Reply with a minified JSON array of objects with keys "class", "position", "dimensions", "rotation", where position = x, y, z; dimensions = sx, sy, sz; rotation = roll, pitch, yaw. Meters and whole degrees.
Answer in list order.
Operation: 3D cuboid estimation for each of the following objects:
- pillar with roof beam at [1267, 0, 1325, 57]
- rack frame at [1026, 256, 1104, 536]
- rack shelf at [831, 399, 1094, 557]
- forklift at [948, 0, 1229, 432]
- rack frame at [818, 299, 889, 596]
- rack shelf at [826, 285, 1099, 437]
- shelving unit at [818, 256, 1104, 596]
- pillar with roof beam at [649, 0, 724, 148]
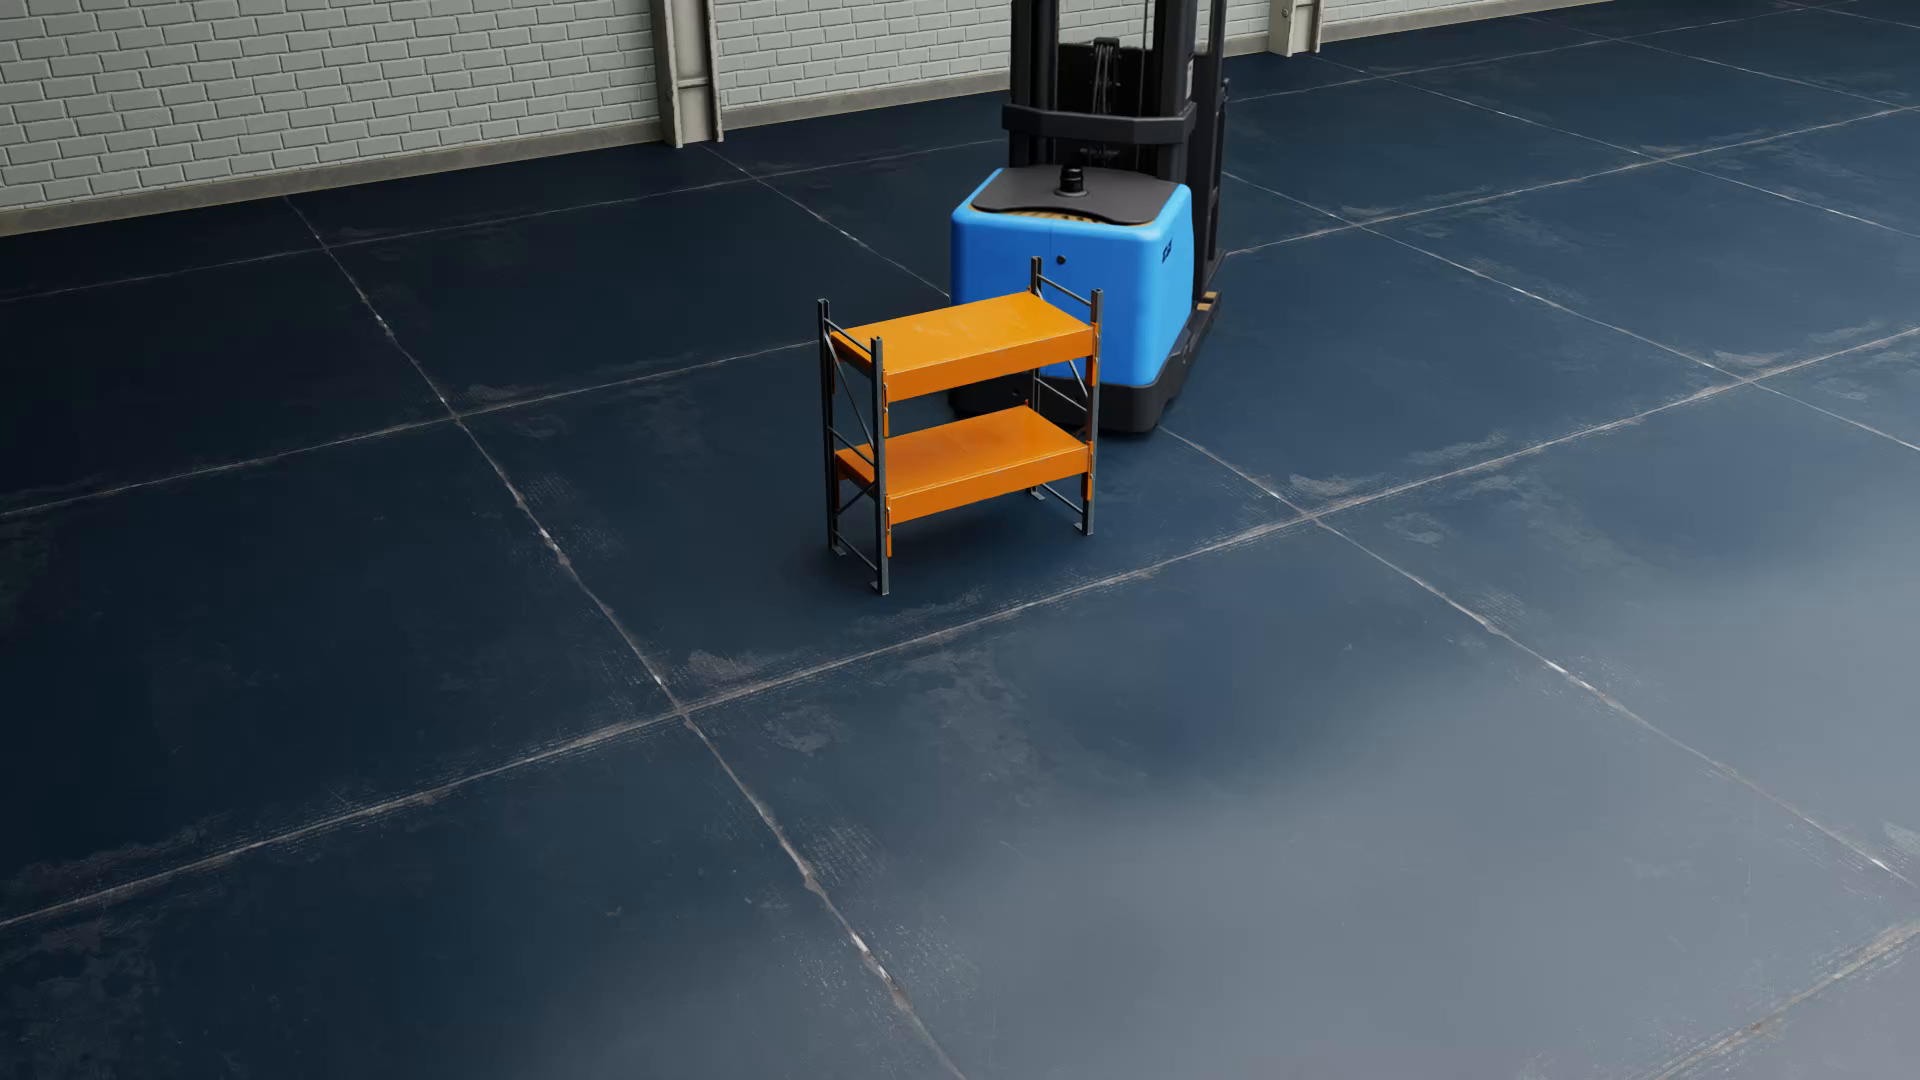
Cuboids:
[{"class":"pillar with roof beam","position":[5.286,-6.710,10.095],"dimensions":[0.400,9.000,9.100],"rotation":[-16,33,-26]},{"class":"rack frame","position":[0.444,-0.619,7.207],"dimensions":[0.032,1.125,0.500],"rotation":[-16,33,-26]},{"class":"rack shelf","position":[0.006,-0.280,7.099],"dimensions":[1.000,0.278,0.538],"rotation":[-16,33,-26]},{"class":"forklift","position":[0.868,-2.500,8.747],"dimensions":[1.130,2.935,3.031],"rotation":[9,30,15]},{"class":"rack frame","position":[-0.432,-0.370,6.756],"dimensions":[0.032,1.125,0.500],"rotation":[-16,33,-26]},{"class":"rack shelf","position":[0.006,-0.750,6.840],"dimensions":[1.000,0.278,0.538],"rotation":[-16,33,-26]},{"class":"shelving unit","position":[0.006,-0.494,6.981],"dimensions":[1.048,1.125,0.538],"rotation":[-16,33,-26]},{"class":"pillar with roof beam","position":[0.113,-5.241,7.434],"dimensions":[0.400,9.000,9.100],"rotation":[-16,33,-26]}]
